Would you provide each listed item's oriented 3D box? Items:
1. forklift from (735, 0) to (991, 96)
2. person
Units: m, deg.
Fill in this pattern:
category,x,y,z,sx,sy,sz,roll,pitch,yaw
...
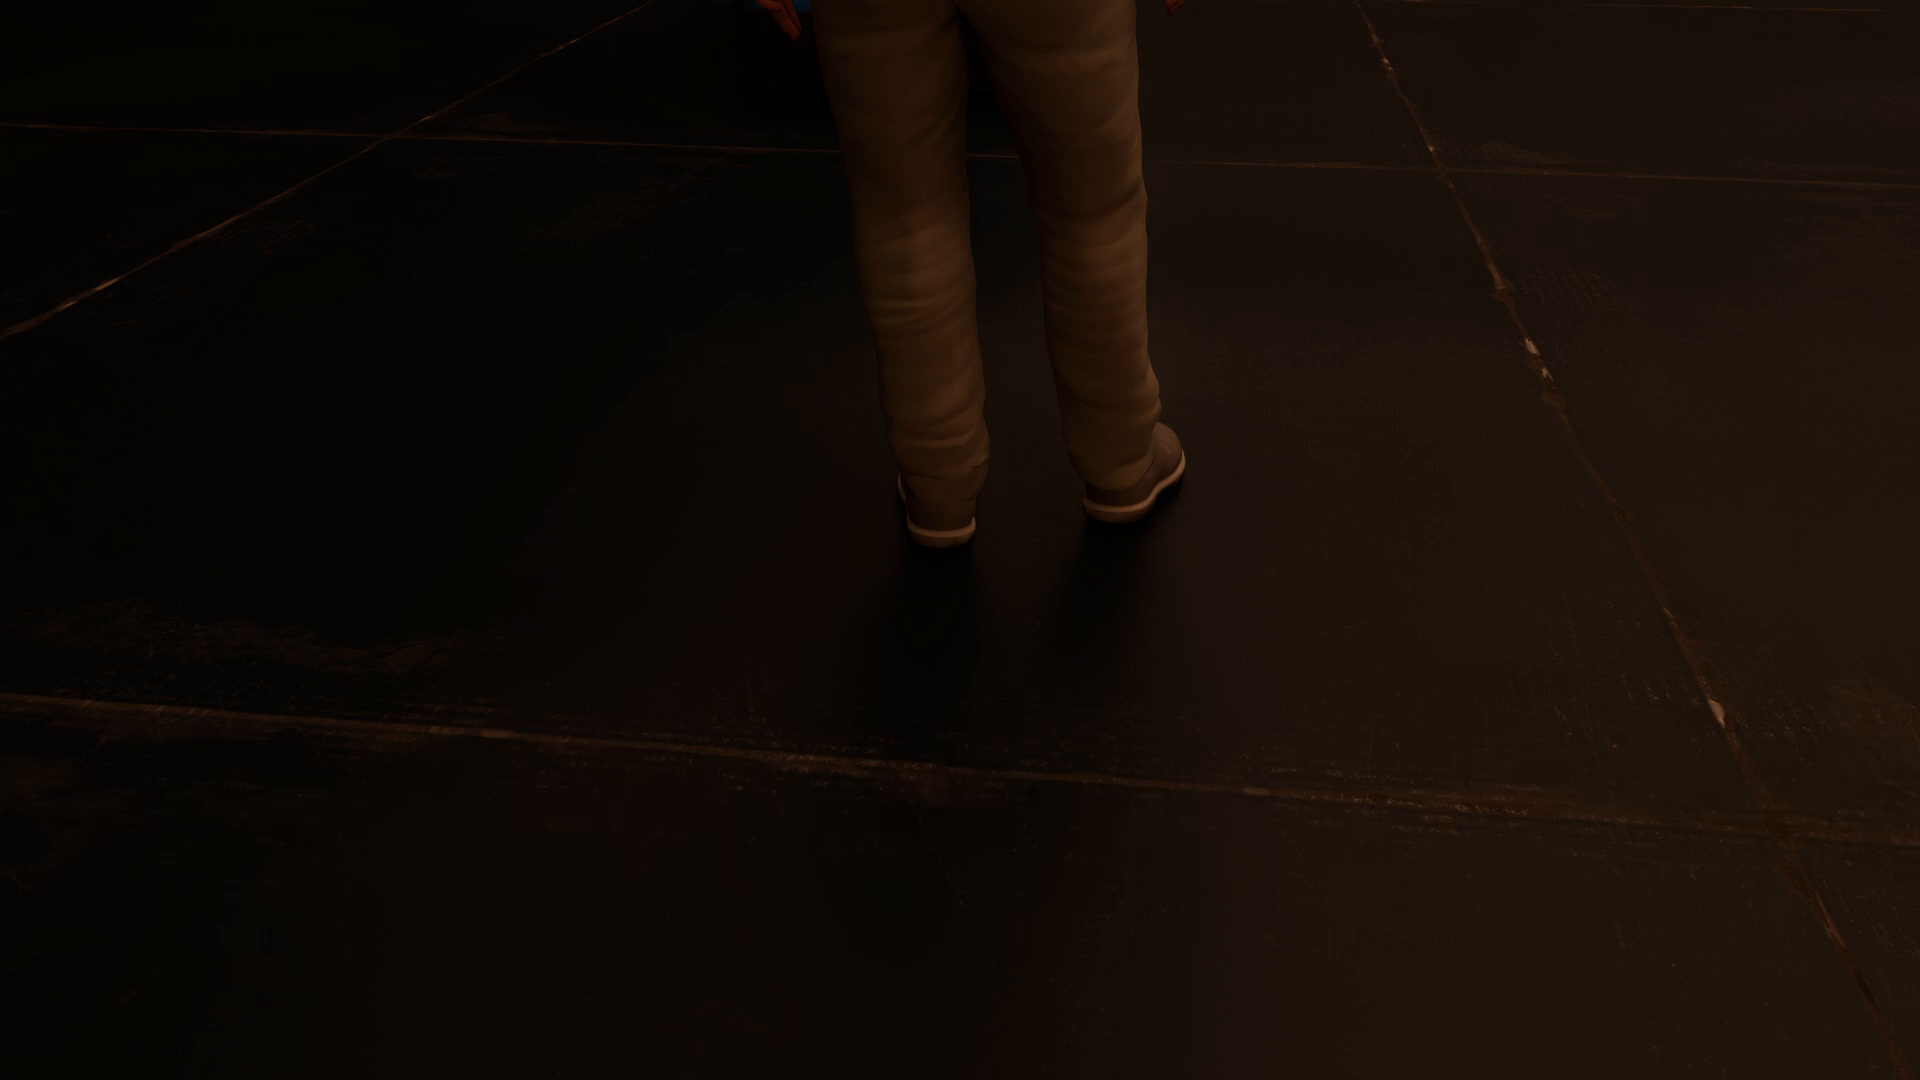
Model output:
category,x,y,z,sx,sy,sz,roll,pitch,yaw
forklift,-0.241,-3.286,5.804,1.130,2.935,3.031,-2,27,-4
person,0.022,-0.835,2.168,0.641,1.772,0.574,3,27,7
